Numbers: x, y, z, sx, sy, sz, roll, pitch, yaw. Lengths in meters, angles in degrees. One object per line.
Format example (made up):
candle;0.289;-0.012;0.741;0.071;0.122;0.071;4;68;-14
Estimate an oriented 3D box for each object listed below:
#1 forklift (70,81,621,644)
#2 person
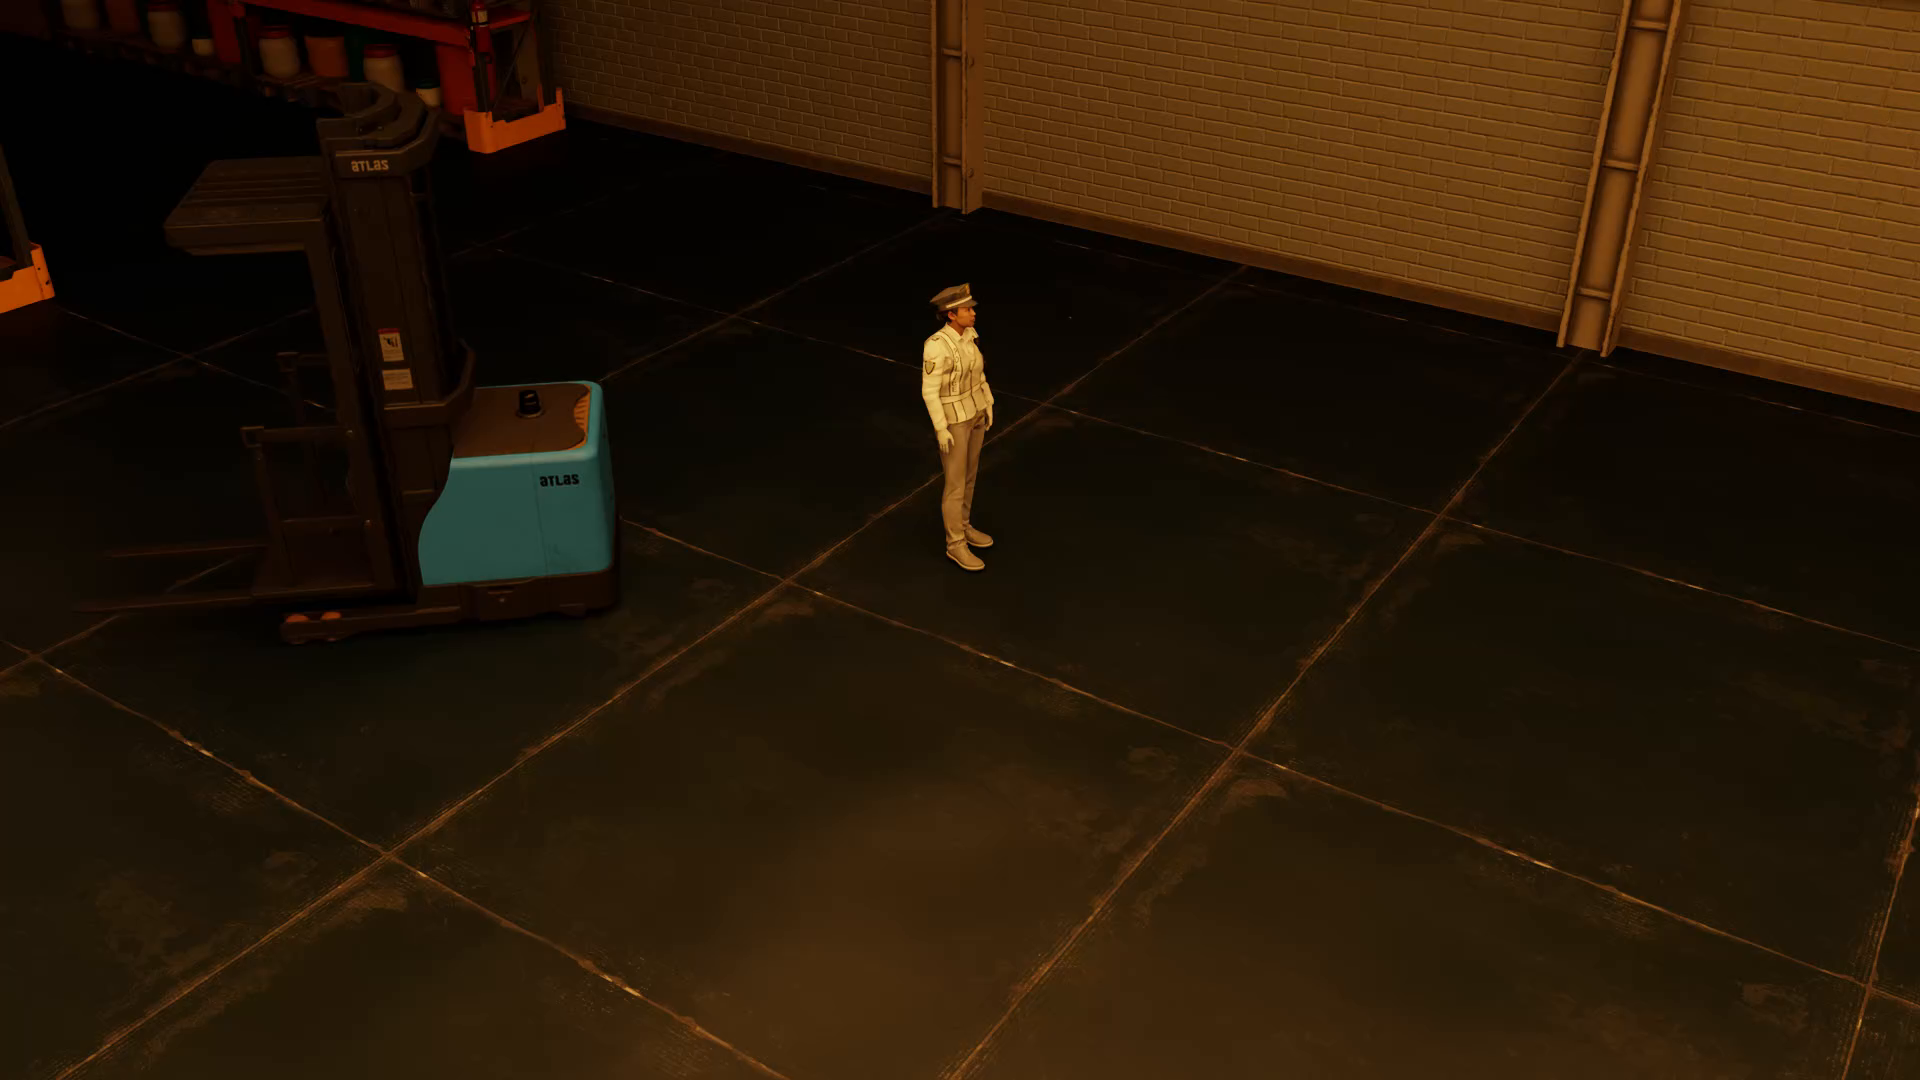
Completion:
forklift;-3.572;-0.959;9.233;3.031;2.935;1.130;-4;30;-8
person;0.052;-0.717;10.034;0.534;1.696;0.587;19;35;29
